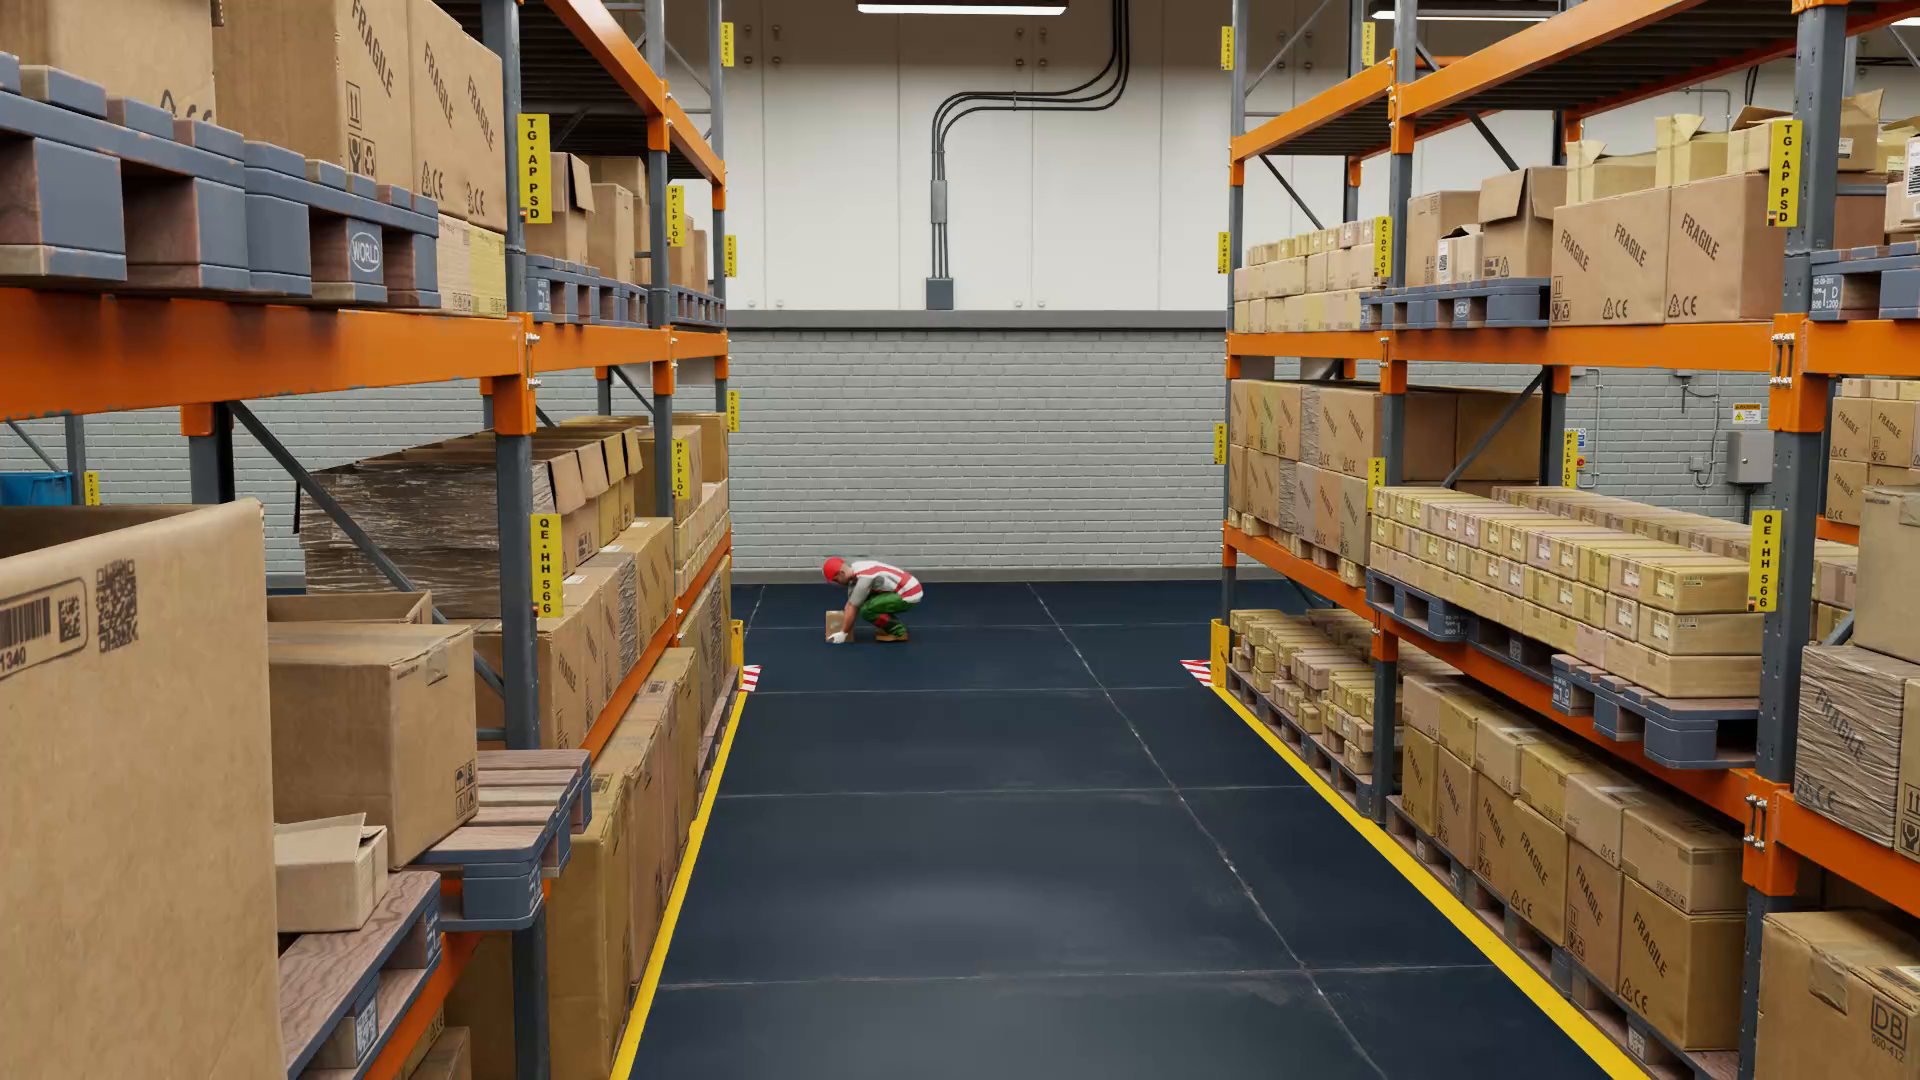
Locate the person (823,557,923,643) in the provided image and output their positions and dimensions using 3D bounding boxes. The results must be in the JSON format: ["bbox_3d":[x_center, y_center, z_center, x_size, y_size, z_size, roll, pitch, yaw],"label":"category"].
[{"bbox_3d":[-0.801,0.579,15.396,0.921,0.866,0.544,0,7,-4],"label":"person"}]
